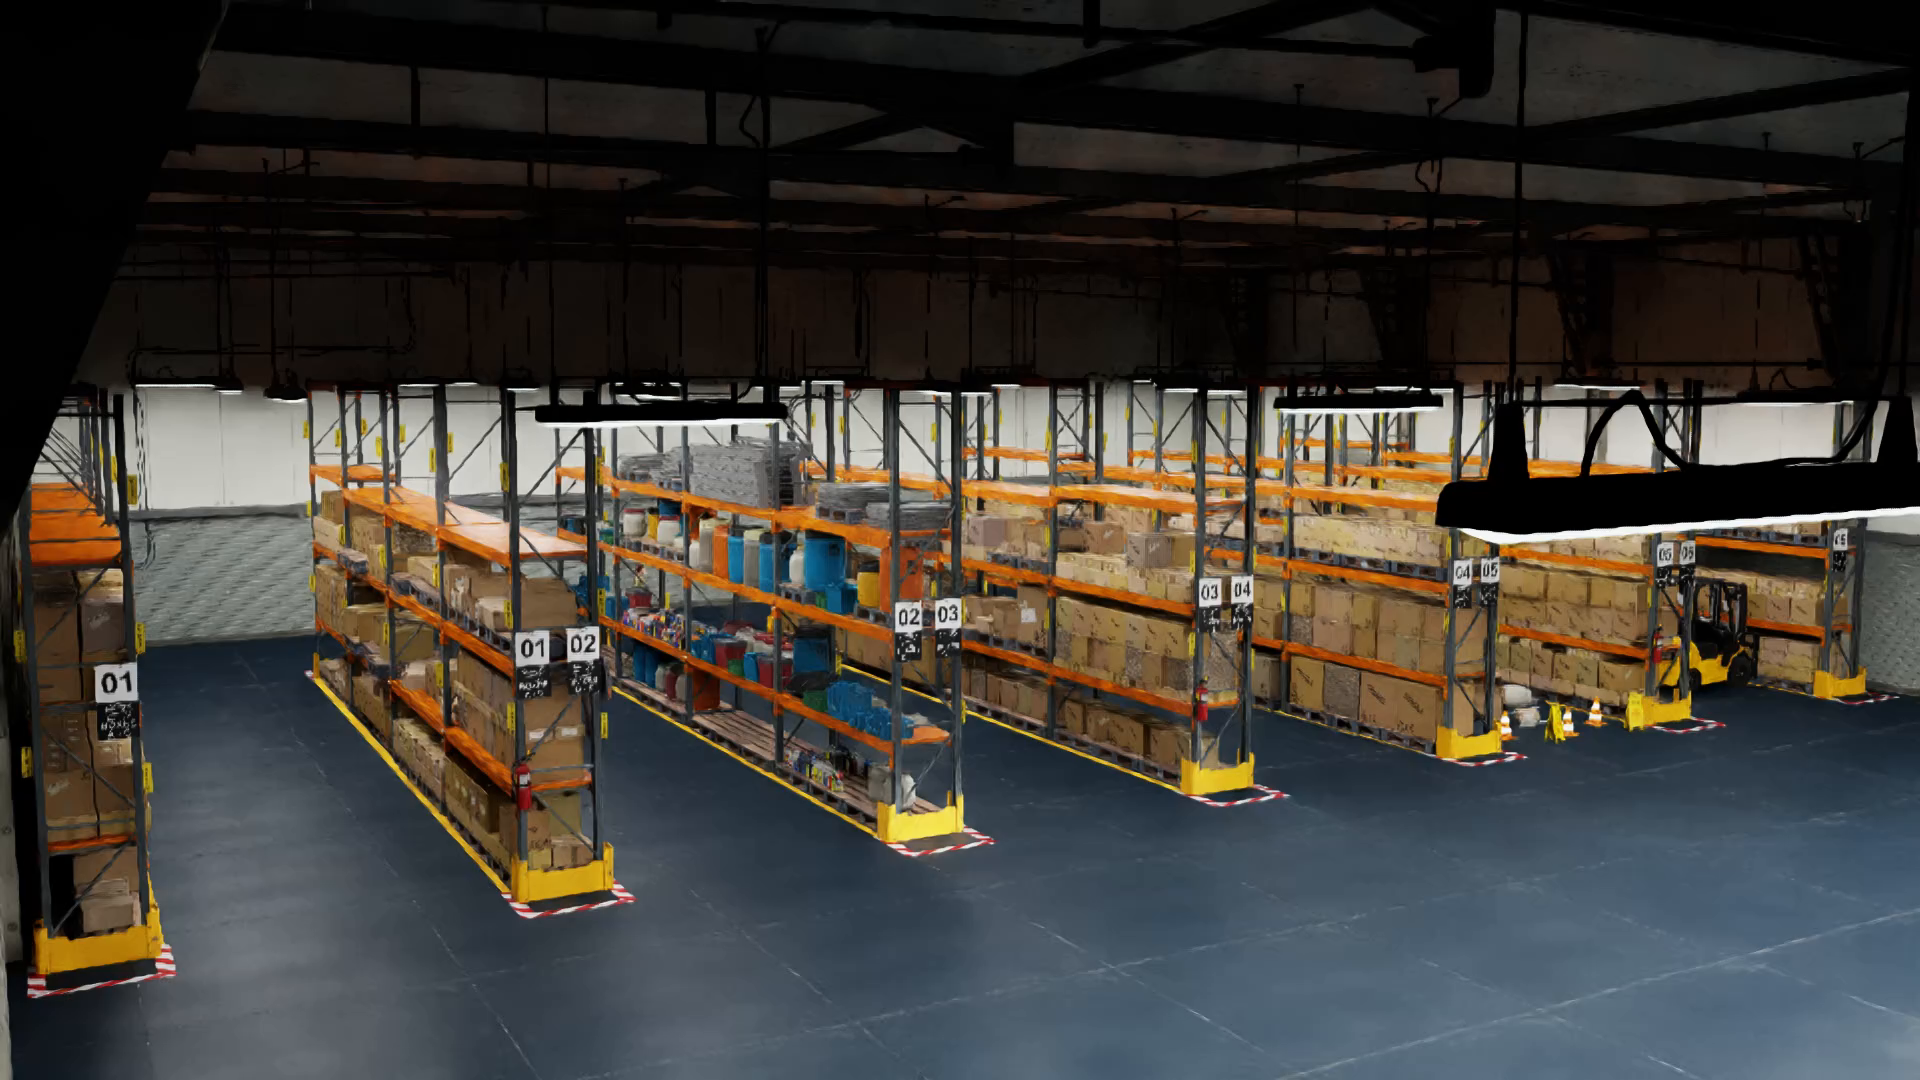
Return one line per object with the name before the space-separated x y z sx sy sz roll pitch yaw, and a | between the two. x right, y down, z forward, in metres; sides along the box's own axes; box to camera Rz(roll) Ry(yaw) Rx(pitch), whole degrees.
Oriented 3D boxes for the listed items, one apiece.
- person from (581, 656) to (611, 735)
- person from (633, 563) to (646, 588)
person | -6.138 2.537 27.898 0.553 1.673 1.030 -4 7 -30
person | -7.455 1.366 38.780 0.497 1.667 0.643 0 6 0
